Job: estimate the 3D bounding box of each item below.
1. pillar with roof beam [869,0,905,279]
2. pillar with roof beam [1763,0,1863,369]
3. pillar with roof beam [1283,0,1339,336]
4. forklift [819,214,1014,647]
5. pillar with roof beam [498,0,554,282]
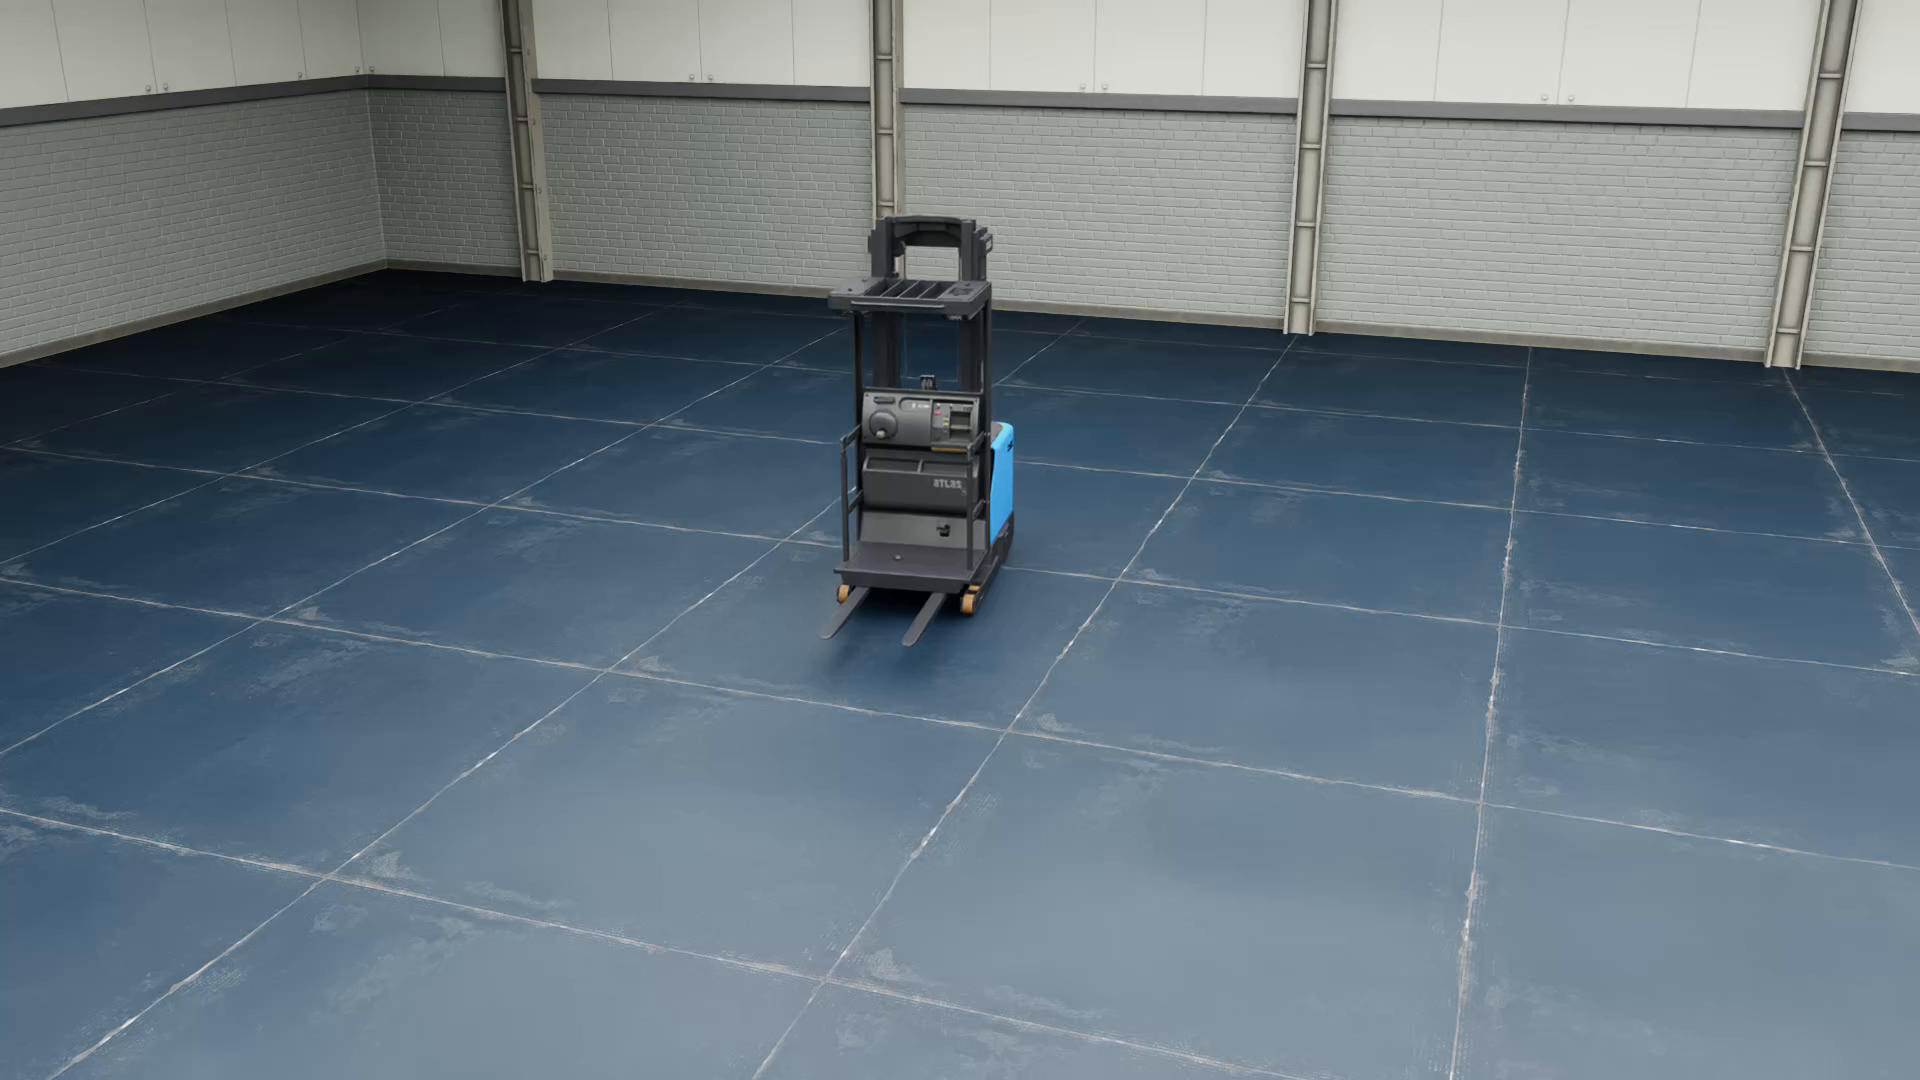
[{"bbox_3d":[-2.446,-6.396,19.255,0.400,9.000,9.100,7,20,18],"label":"pillar with roof beam"},{"bbox_3d":[8.890,-5.100,15.536,0.400,9.000,9.100,7,20,18],"label":"pillar with roof beam"},{"bbox_3d":[3.222,-5.748,17.395,0.400,9.000,9.100,7,20,18],"label":"pillar with roof beam"},{"bbox_3d":[-0.351,-0.936,12.808,1.130,2.935,3.031,4,20,12],"label":"forklift"},{"bbox_3d":[-8.113,-7.044,21.114,0.400,9.000,9.100,7,20,18],"label":"pillar with roof beam"}]
